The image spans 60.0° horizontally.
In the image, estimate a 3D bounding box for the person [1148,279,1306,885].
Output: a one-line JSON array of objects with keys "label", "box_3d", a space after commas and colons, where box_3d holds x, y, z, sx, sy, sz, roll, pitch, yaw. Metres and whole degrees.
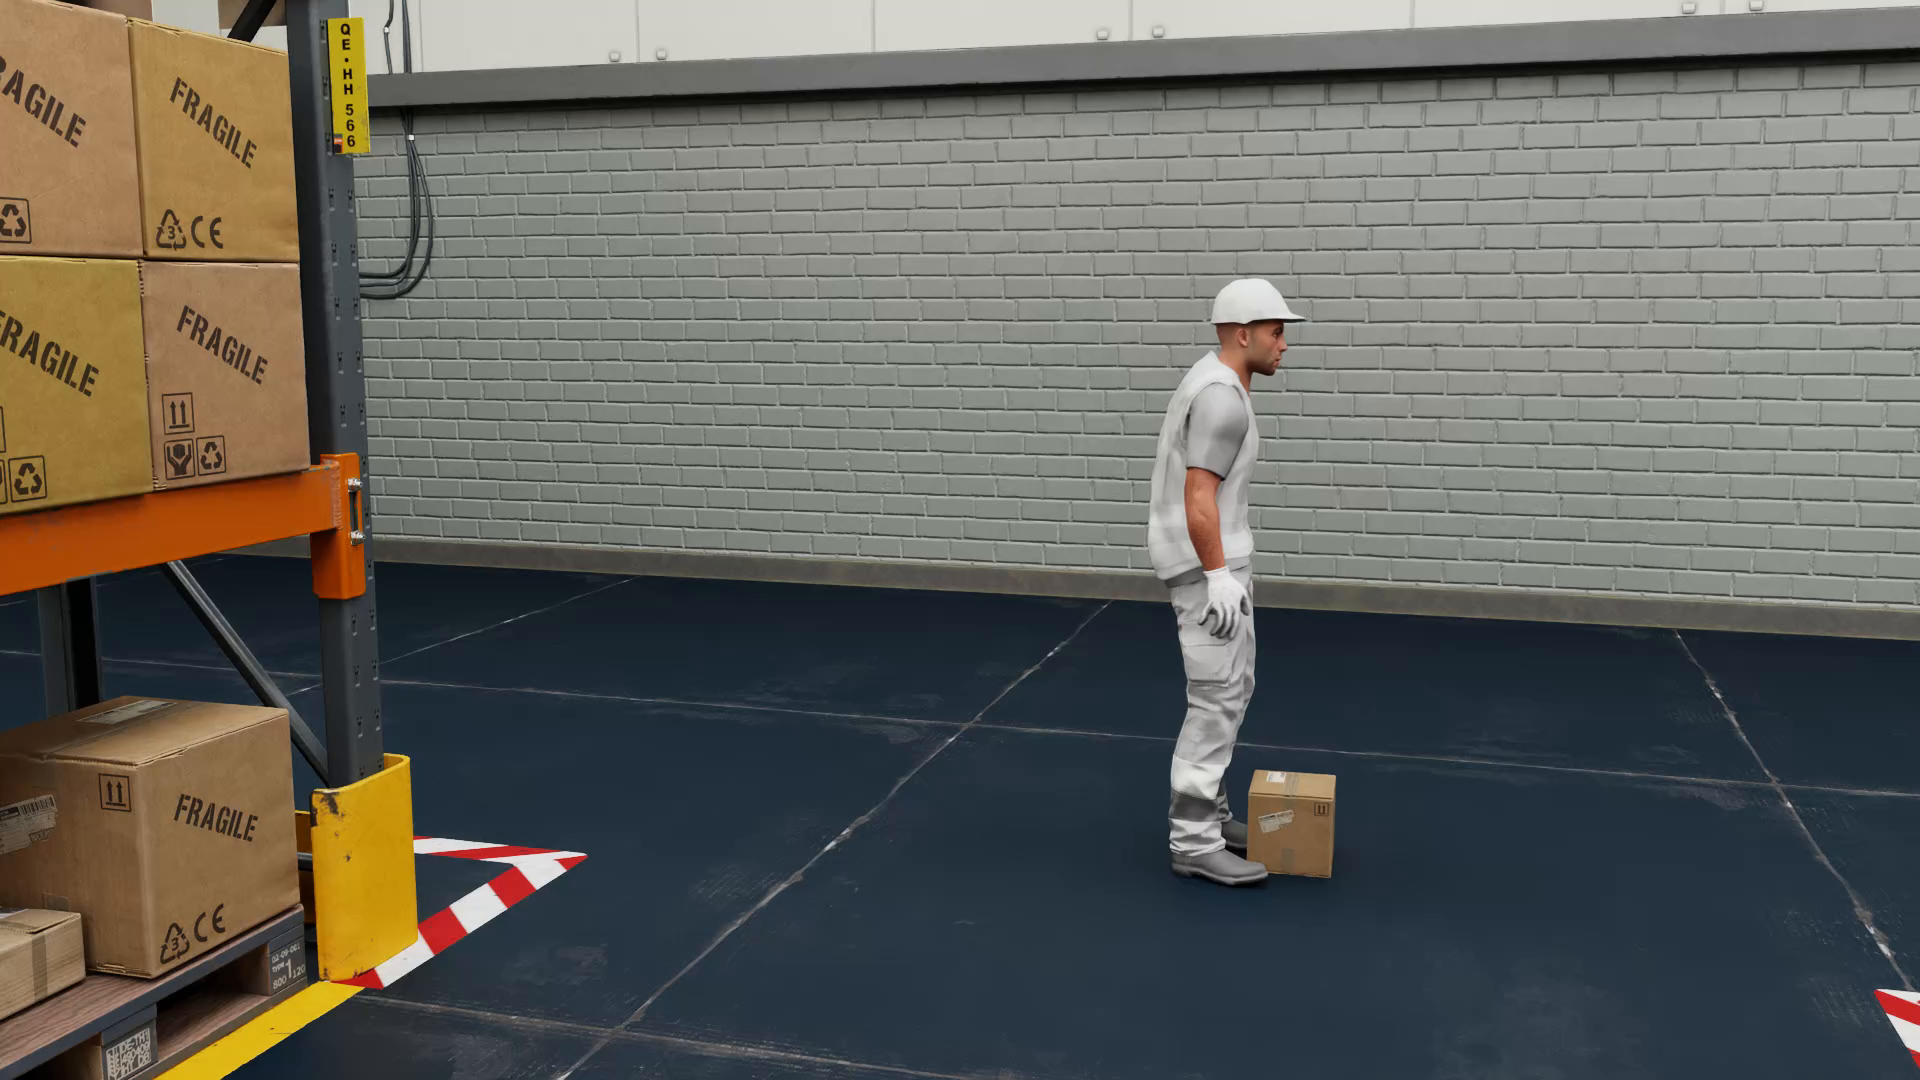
[{"label": "person", "box_3d": [0.800, 0.105, 5.058, 0.452, 1.778, 0.614, 2, 8, 13]}]
